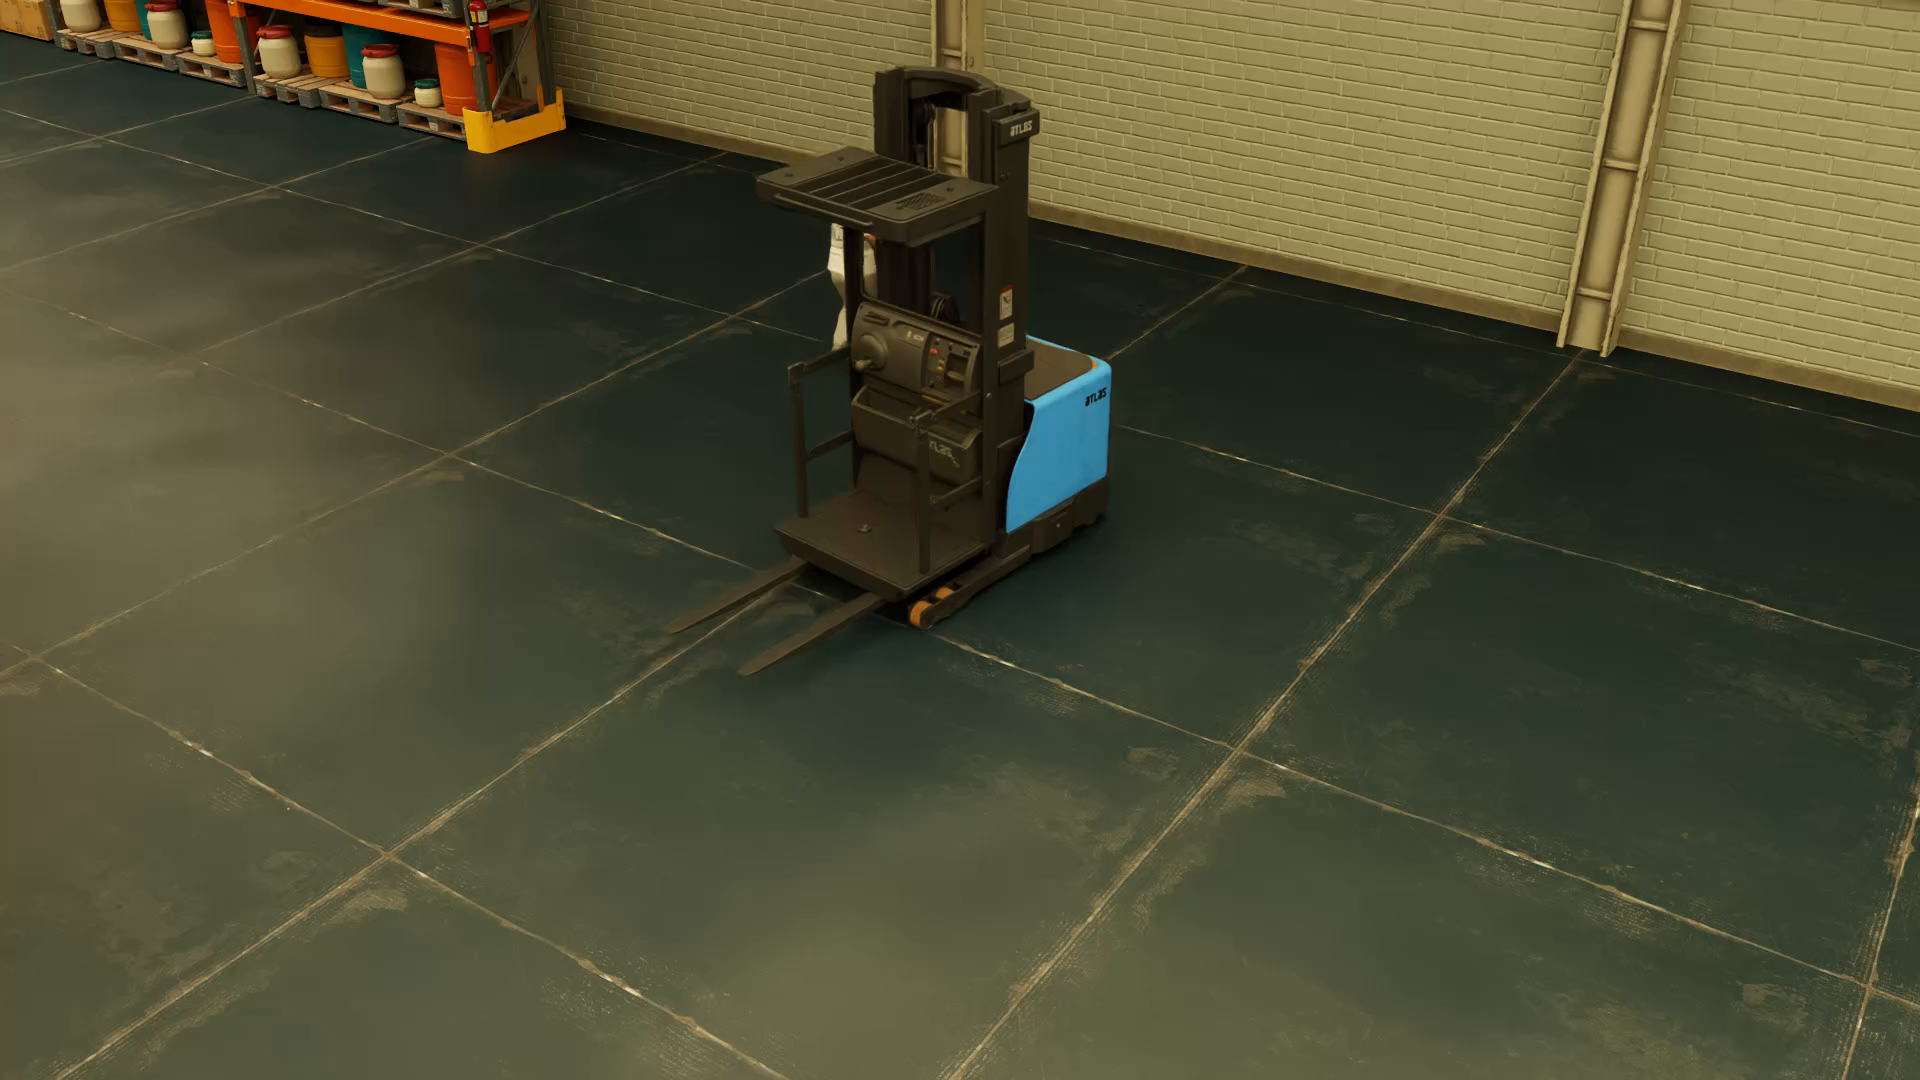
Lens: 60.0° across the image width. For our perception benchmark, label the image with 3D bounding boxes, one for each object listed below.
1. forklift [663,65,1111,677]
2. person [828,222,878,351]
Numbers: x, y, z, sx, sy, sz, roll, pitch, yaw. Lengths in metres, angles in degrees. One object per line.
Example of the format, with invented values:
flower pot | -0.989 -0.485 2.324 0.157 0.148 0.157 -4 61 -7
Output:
forklift | -0.399 -1.035 9.364 1.130 2.935 3.031 24 38 35
person | -0.643 -2.086 12.563 0.799 1.549 0.804 25 39 36
